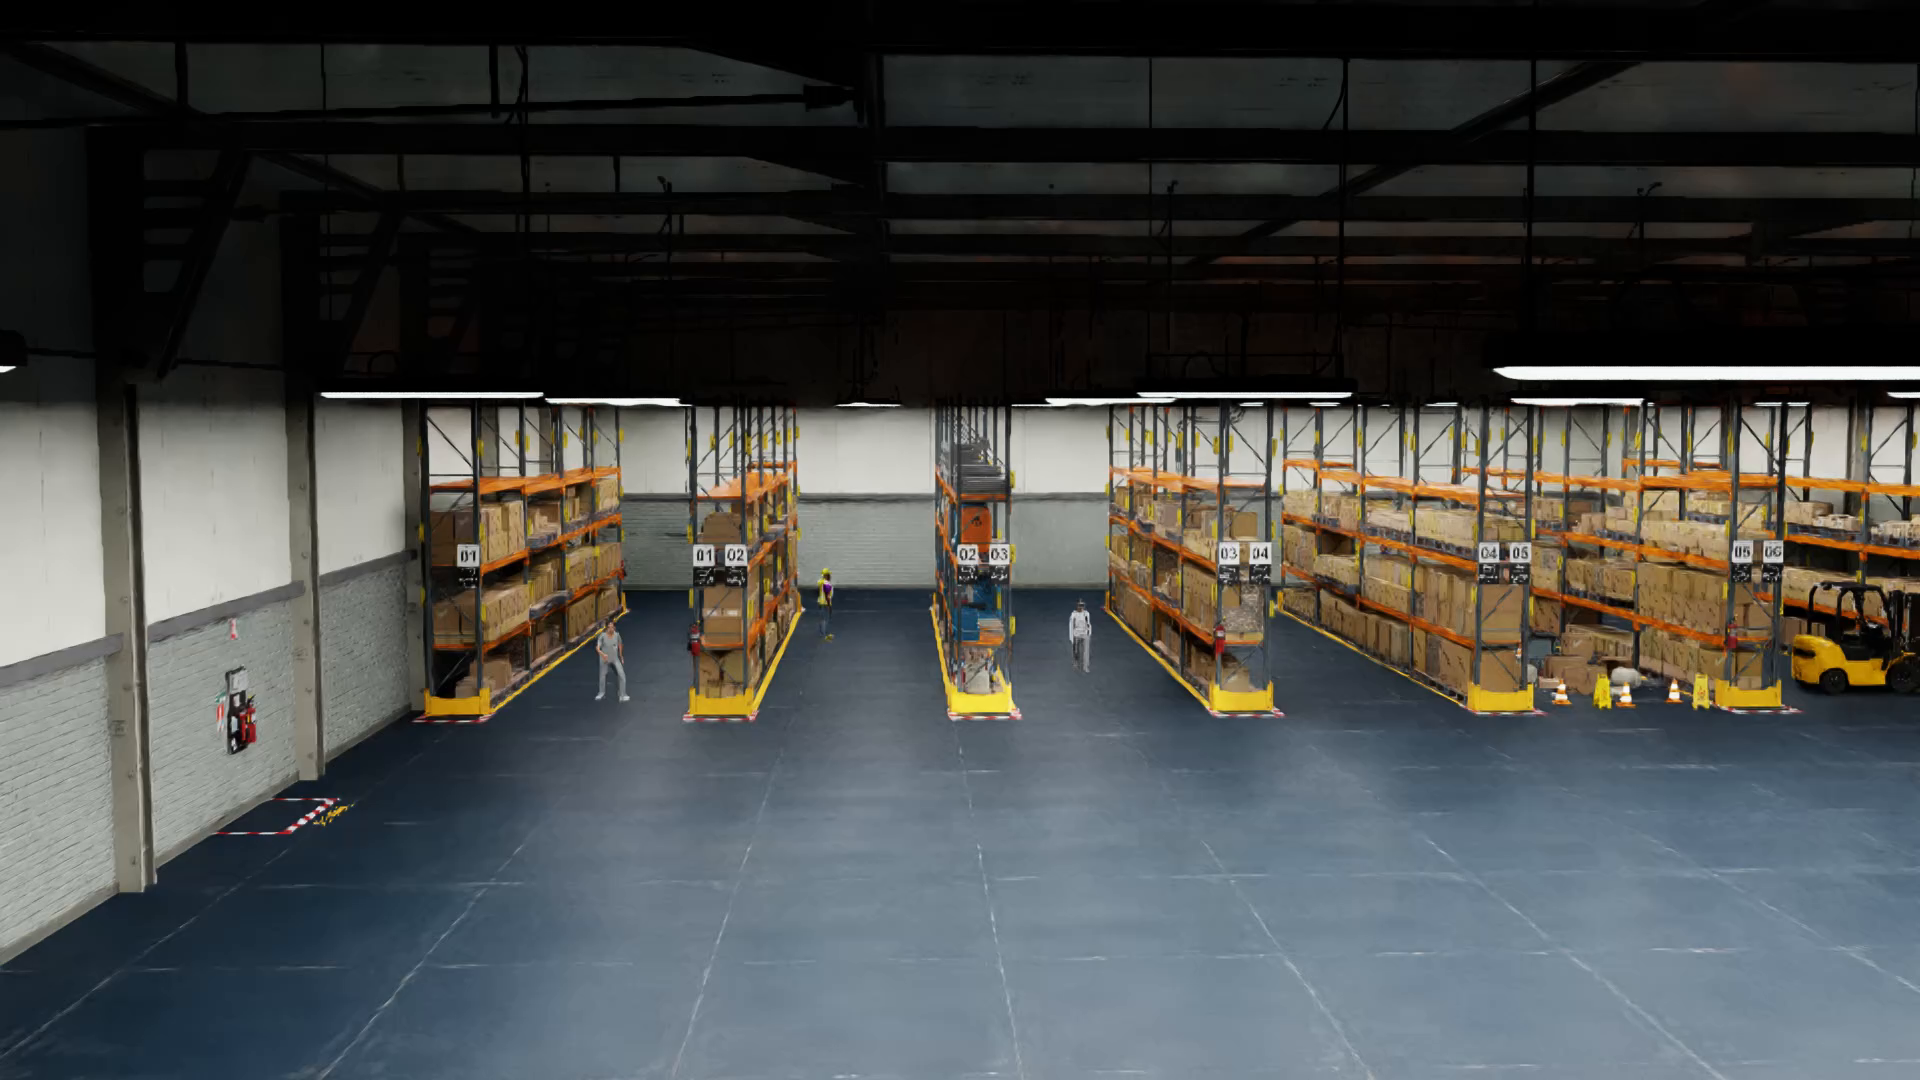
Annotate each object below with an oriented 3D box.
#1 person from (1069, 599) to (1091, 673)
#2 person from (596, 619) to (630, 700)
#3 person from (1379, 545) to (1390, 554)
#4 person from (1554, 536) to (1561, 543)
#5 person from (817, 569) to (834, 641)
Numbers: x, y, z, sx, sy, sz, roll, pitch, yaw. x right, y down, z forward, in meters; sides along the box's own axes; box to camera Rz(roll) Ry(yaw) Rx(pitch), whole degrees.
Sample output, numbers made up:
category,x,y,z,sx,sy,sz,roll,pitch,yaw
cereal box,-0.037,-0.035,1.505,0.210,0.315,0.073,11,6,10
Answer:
category,x,y,z,sx,sy,sz,roll,pitch,yaw
person,2.613,2.064,36.186,0.495,1.587,1.086,0,4,0
person,-6.852,2.343,32.654,0.613,1.607,0.808,-2,5,-20
person,12.916,0.943,50.356,0.475,1.670,0.569,-3,6,-37
person,18.799,0.729,52.077,0.531,1.771,0.737,-4,6,-38
person,-3.281,1.584,41.136,0.464,1.772,0.645,-2,5,-23
